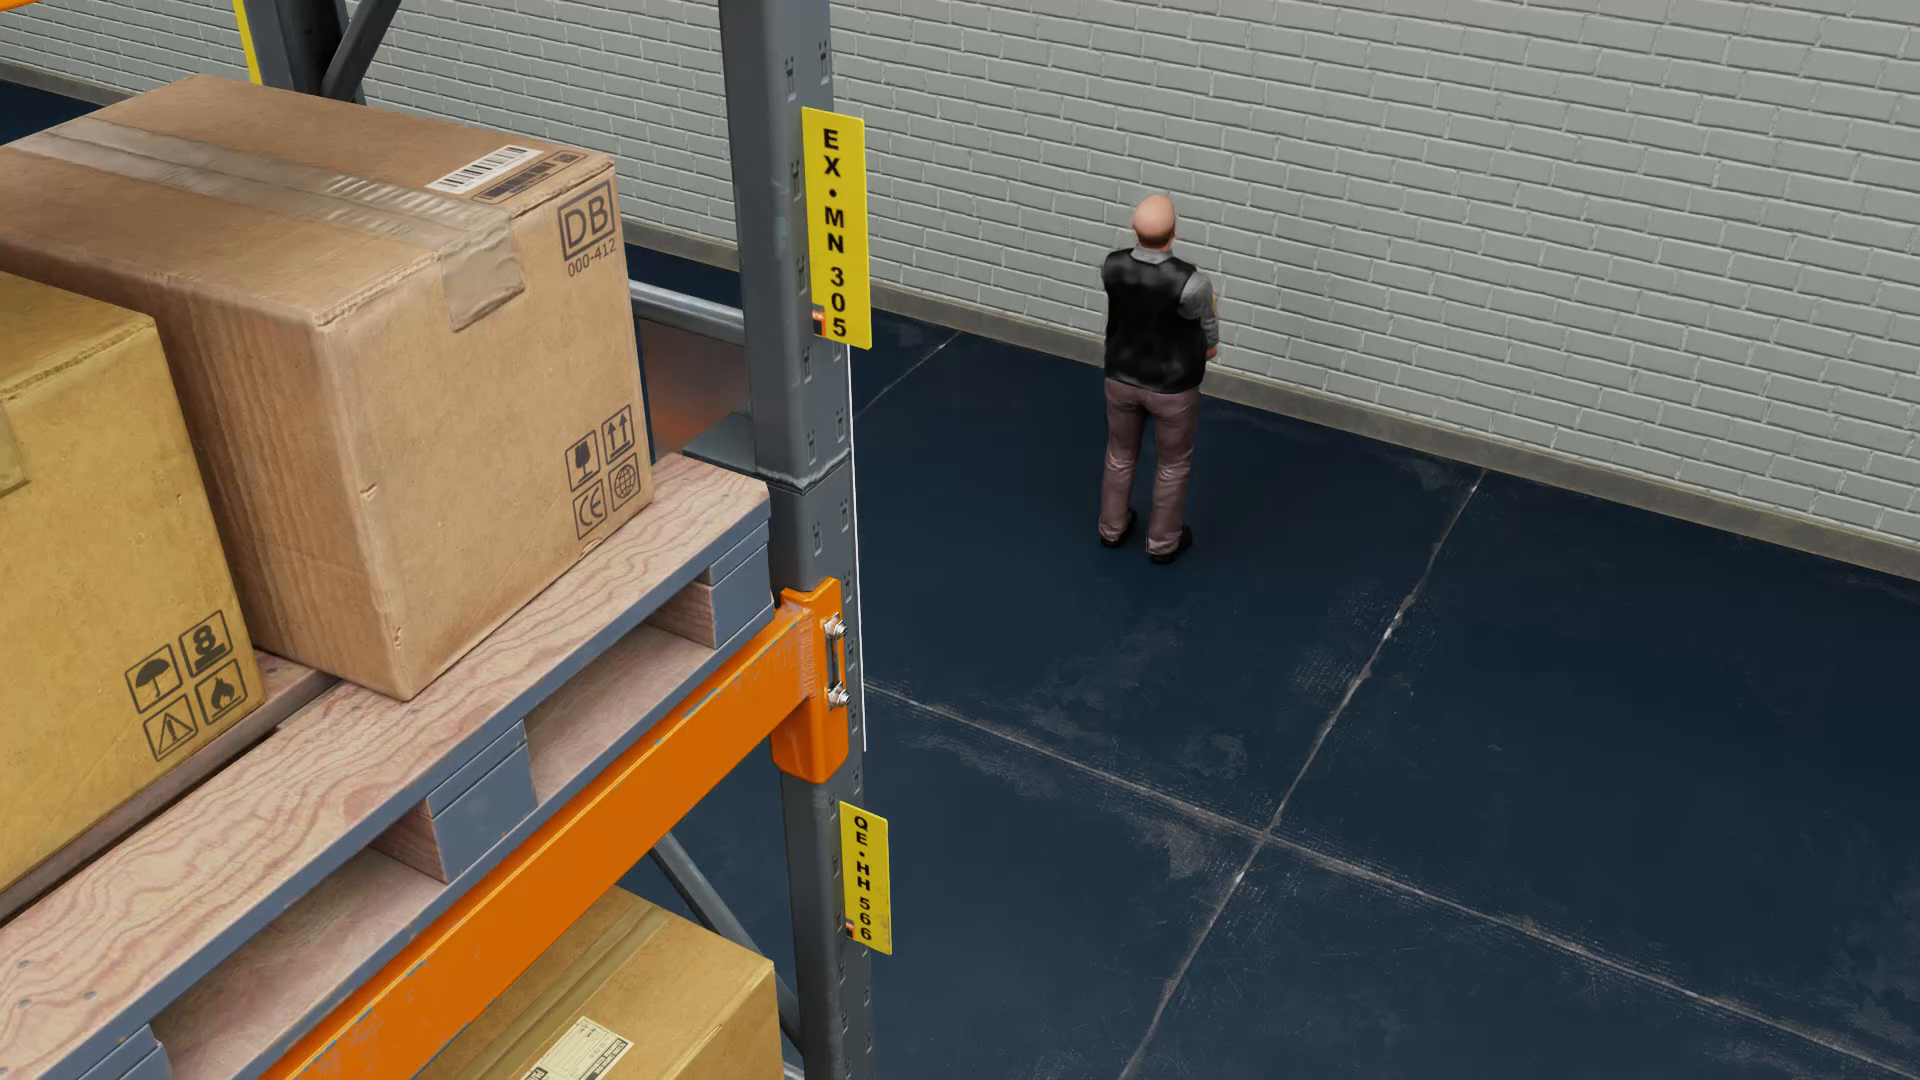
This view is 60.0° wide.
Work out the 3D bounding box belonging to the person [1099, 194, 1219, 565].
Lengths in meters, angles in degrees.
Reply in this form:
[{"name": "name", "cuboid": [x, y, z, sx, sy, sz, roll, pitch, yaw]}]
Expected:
[{"name": "person", "cuboid": [0.872, -0.734, 7.259, 0.499, 1.719, 0.550, 18, 38, 25]}]
